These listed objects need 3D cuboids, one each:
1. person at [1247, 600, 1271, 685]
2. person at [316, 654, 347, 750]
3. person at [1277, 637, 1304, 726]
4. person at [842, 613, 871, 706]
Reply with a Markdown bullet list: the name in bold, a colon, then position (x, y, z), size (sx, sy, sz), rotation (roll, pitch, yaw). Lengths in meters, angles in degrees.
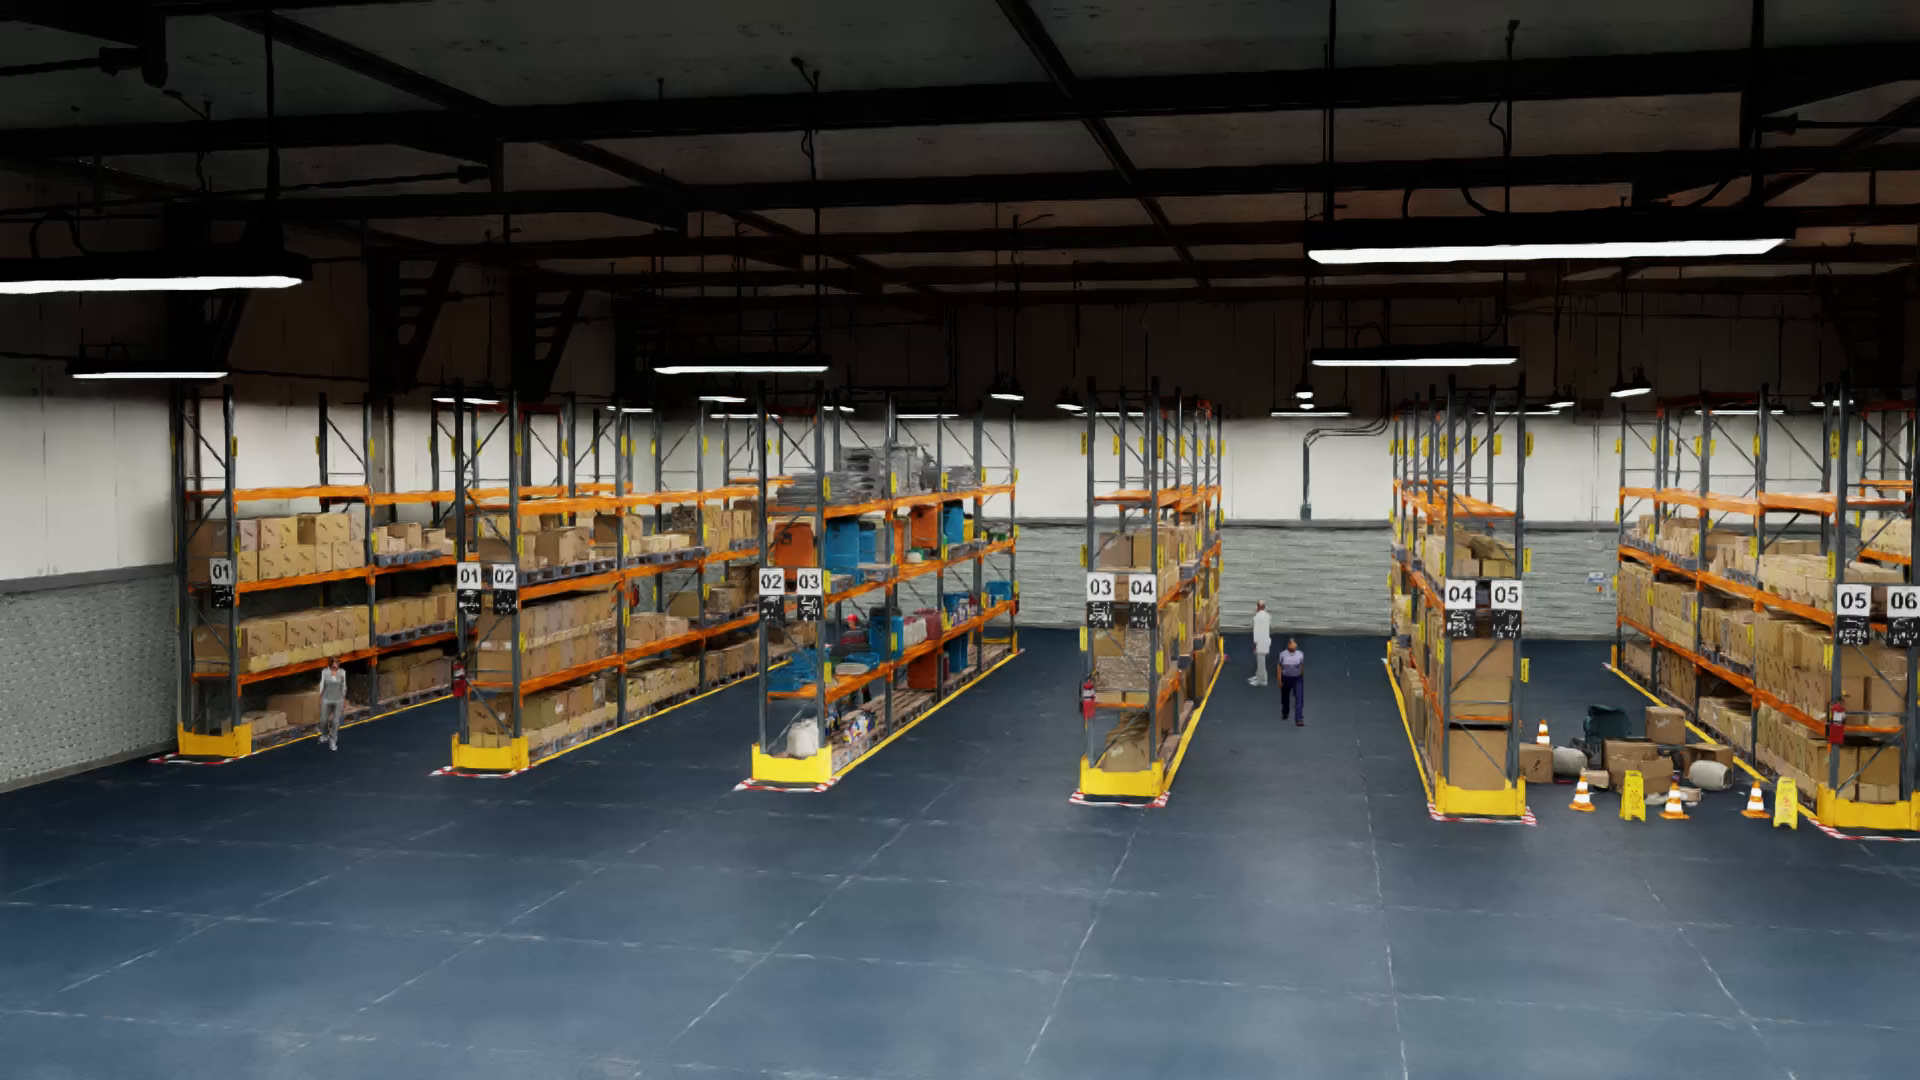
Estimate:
- **person**: position (6.267, 2.143, 34.931), size (0.563, 1.784, 0.638), rotation (3, 4, 38)
- **person**: position (-10.405, 2.671, 27.524), size (0.474, 1.591, 0.492), rotation (-2, 4, -27)
- **person**: position (5.963, 2.536, 29.995), size (0.481, 1.542, 1.091), rotation (1, 3, 10)
- **person**: position (-2.030, 2.308, 32.125), size (0.603, 1.784, 0.660), rotation (0, 3, -4)
